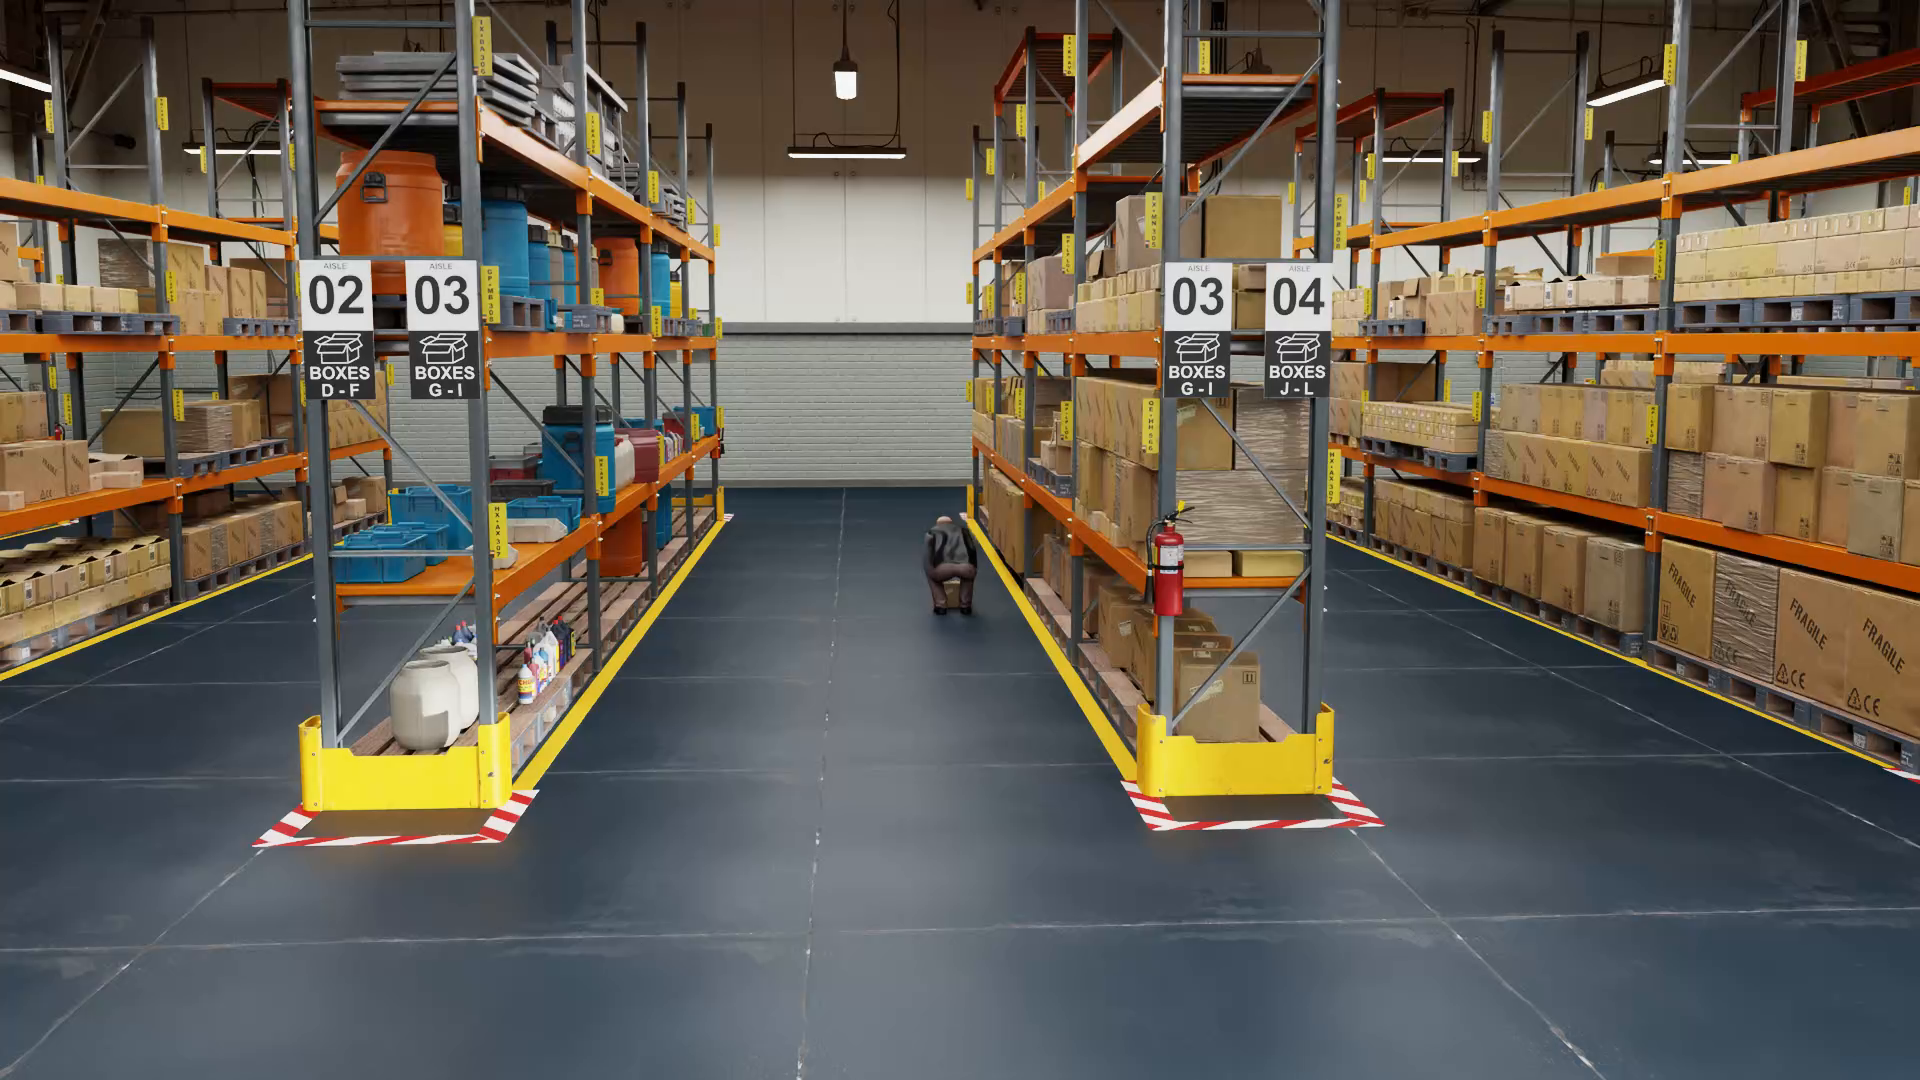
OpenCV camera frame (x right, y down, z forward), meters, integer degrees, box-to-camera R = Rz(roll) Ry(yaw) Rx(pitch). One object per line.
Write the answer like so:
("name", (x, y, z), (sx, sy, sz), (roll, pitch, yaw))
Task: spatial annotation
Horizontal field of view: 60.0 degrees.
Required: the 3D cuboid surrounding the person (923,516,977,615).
("person", (-0.103, 0.262, 16.959), (0.533, 0.942, 0.865), (0, 7, -4))
